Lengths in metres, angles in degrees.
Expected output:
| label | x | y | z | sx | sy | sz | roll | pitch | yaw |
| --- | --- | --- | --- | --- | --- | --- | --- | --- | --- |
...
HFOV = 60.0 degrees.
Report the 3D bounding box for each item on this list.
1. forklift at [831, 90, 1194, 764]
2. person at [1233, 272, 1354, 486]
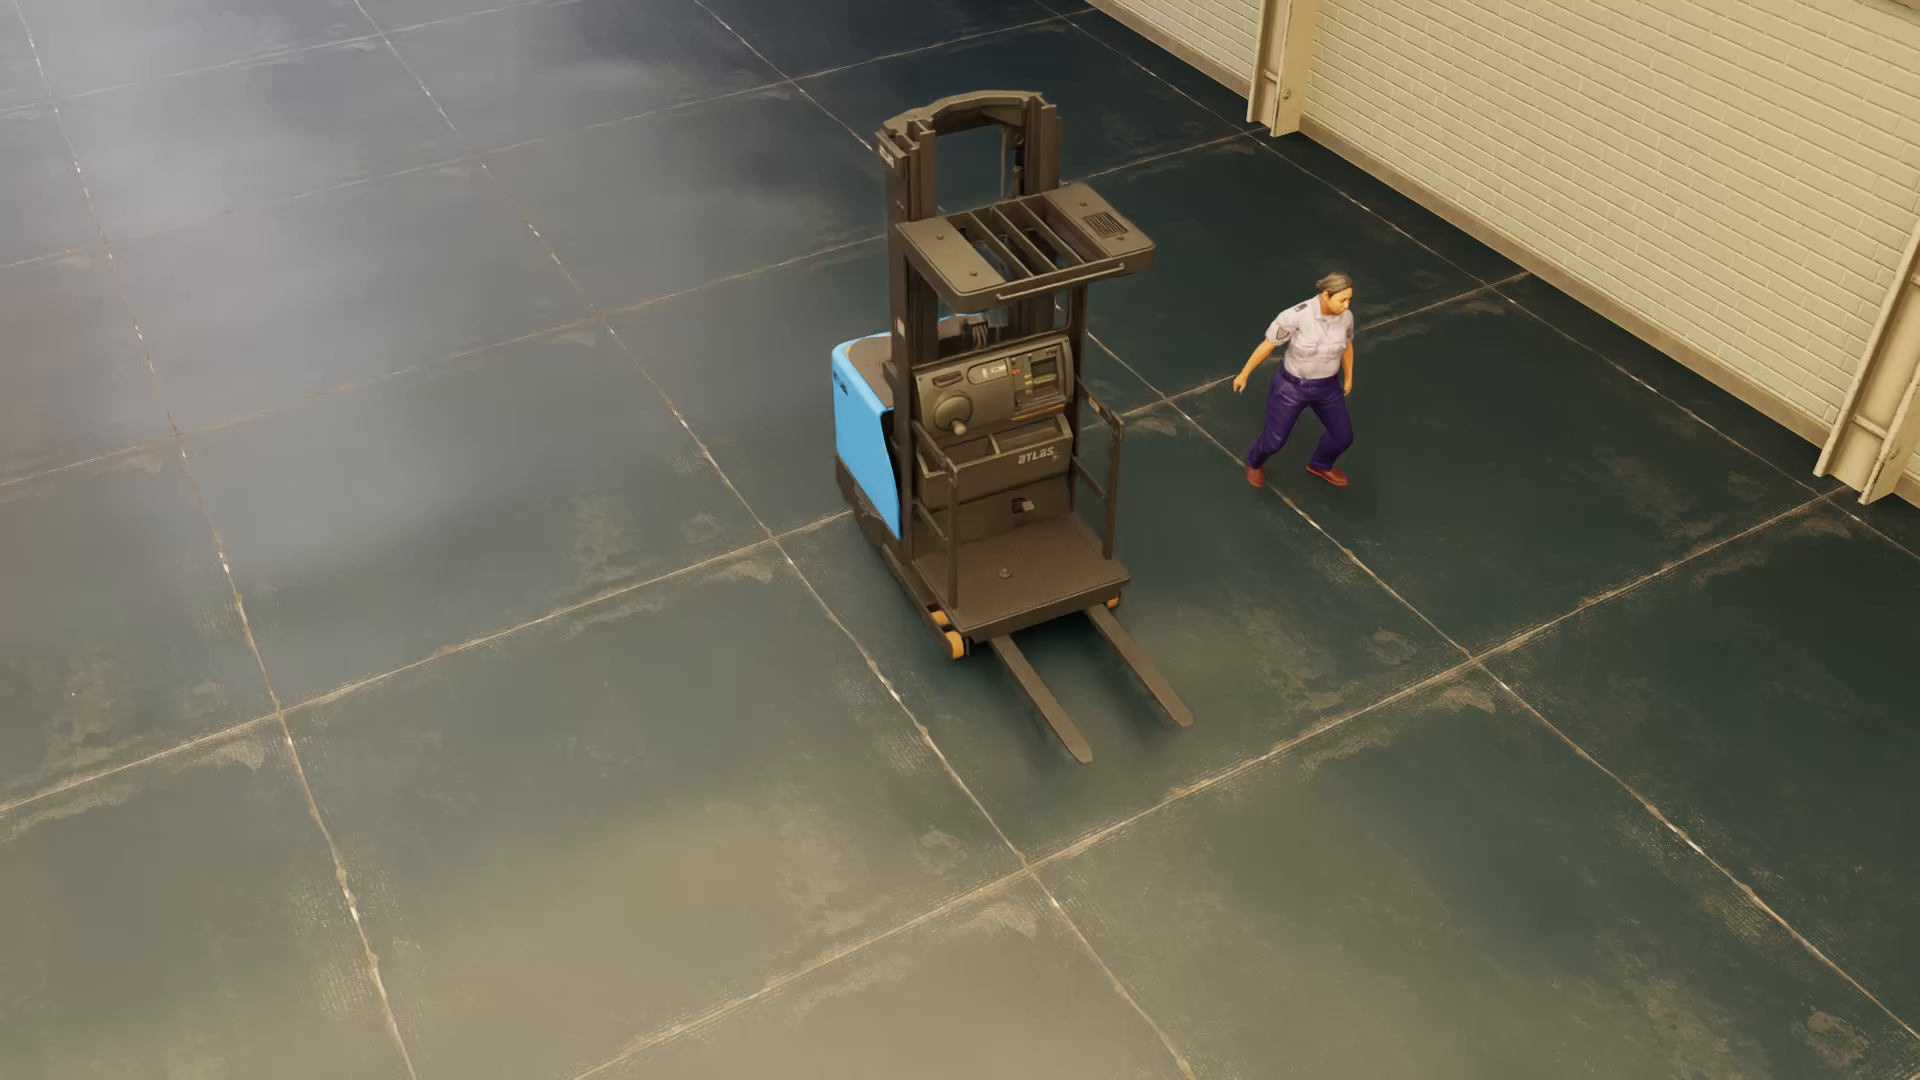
| label | x | y | z | sx | sy | sz | roll | pitch | yaw |
| --- | --- | --- | --- | --- | --- | --- | --- | --- | --- |
| forklift | 0.290 | -0.766 | 8.960 | 1.130 | 2.935 | 3.031 | -17 | 43 | -19 |
| person | 2.101 | -0.981 | 10.317 | 0.819 | 1.625 | 0.485 | -7 | 40 | -8 |
